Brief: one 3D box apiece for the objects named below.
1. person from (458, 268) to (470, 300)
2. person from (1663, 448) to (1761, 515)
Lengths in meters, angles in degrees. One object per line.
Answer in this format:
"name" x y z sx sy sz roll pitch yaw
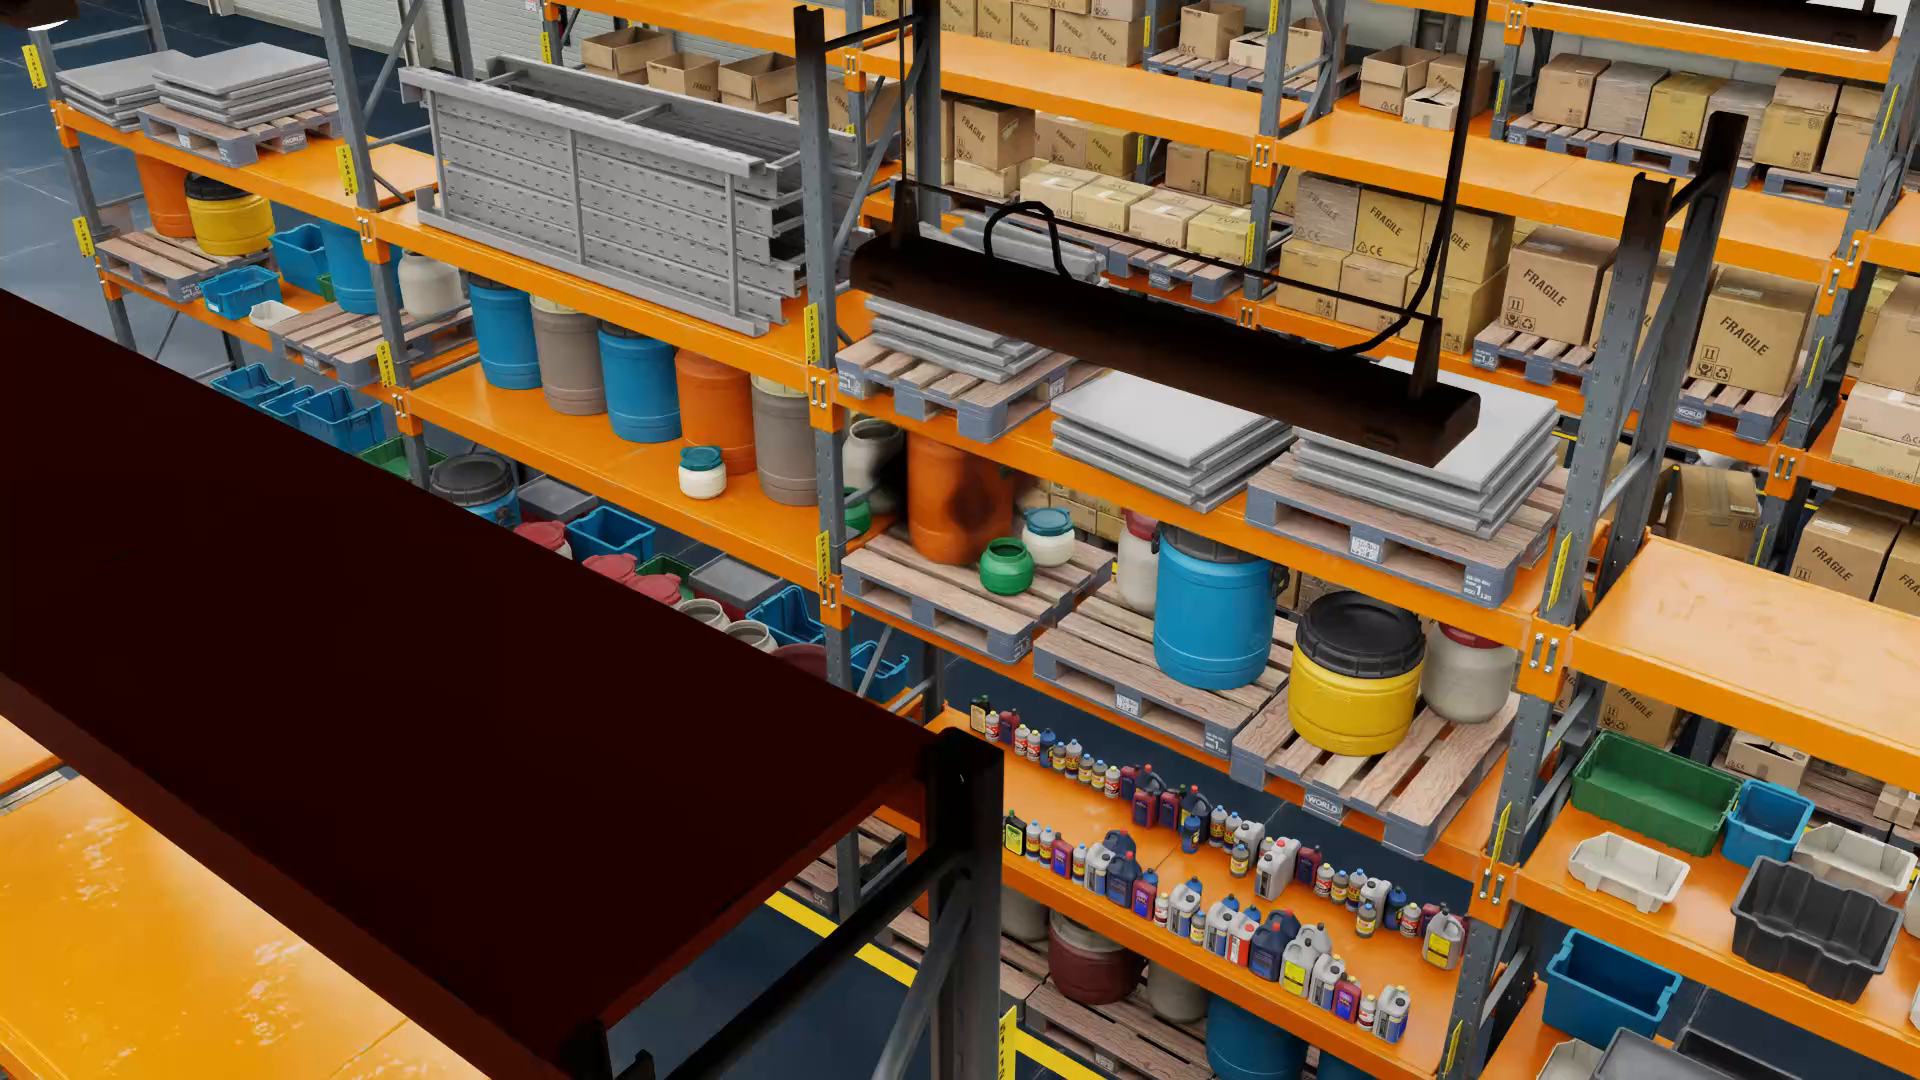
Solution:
"person" -5.910 -3.528 19.370 0.597 1.778 0.439 8 32 13
"person" 6.962 -0.945 15.107 1.026 1.737 0.546 20 37 29
